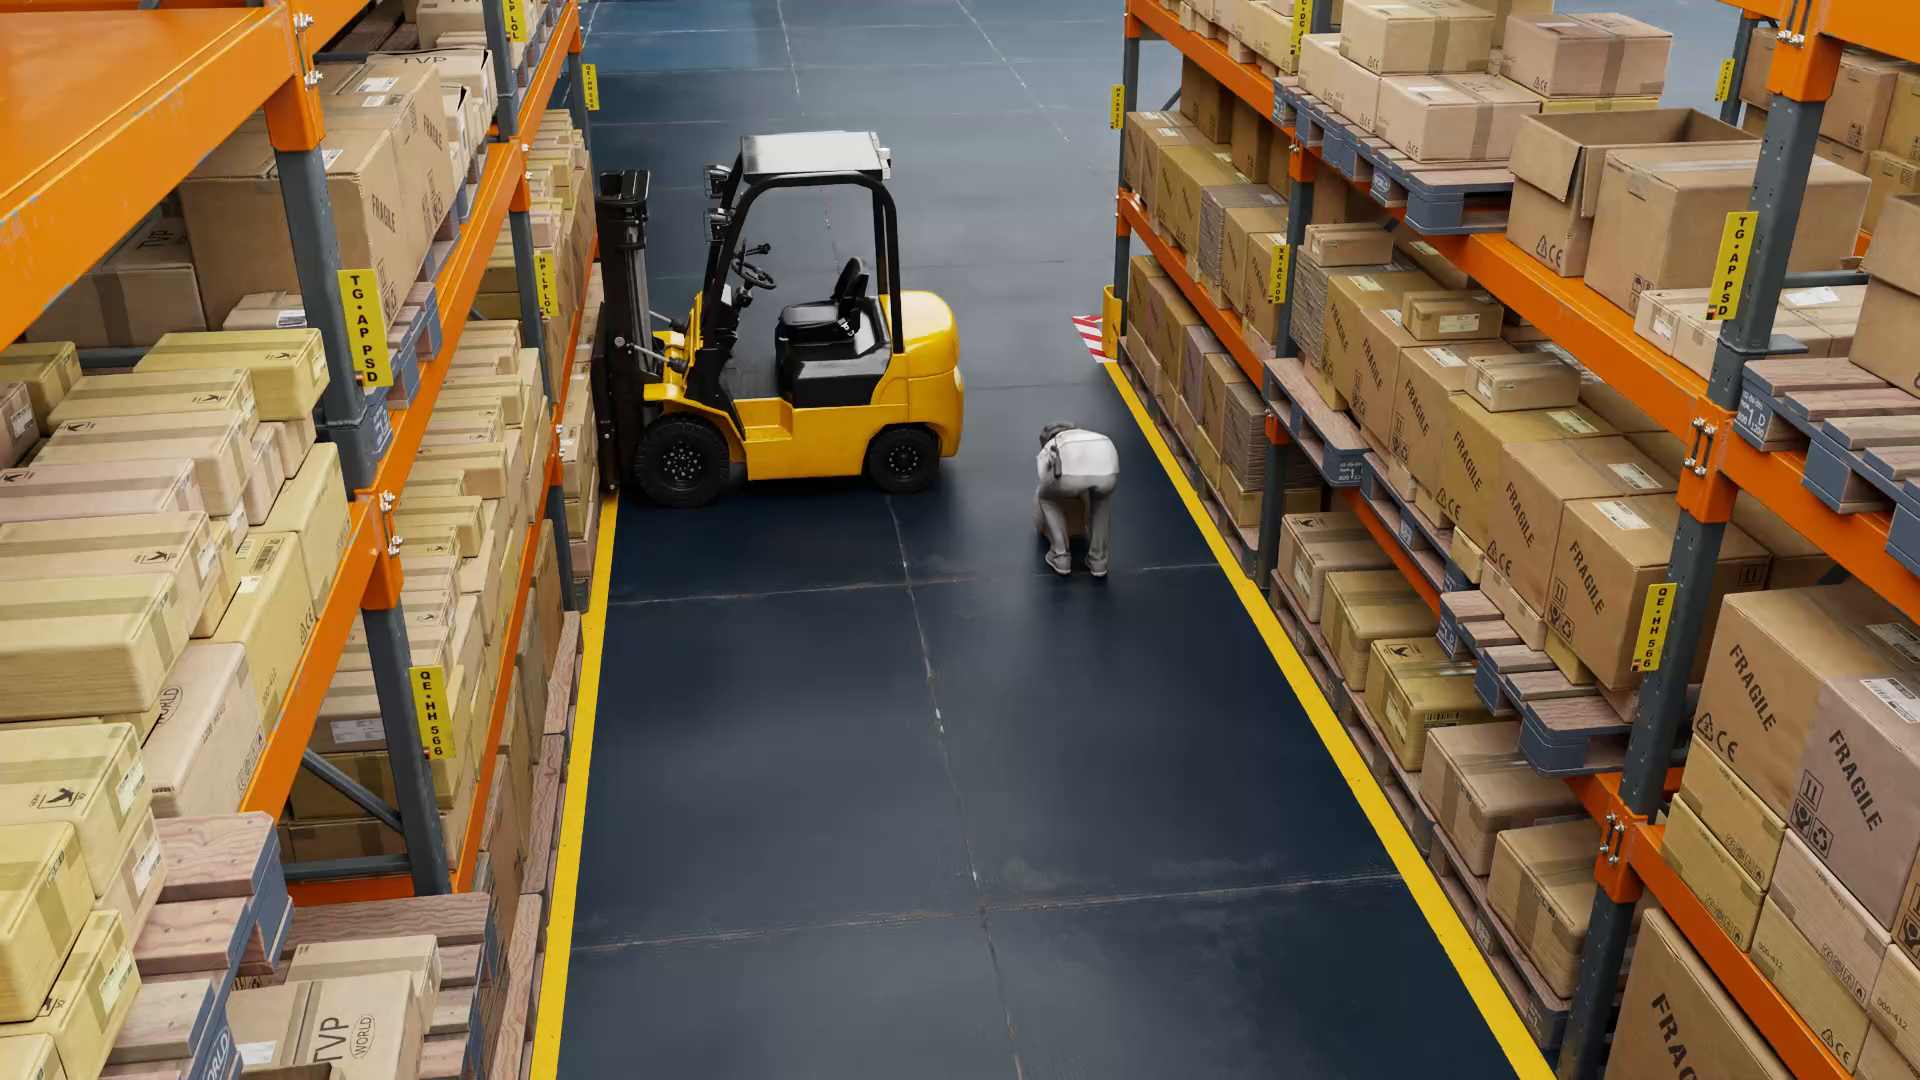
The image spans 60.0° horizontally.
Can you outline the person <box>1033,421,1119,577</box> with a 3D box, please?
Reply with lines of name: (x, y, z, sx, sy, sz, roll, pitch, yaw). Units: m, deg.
person: (0.685, -0.292, 10.014, 0.445, 0.903, 0.879, -5, 28, -10)
